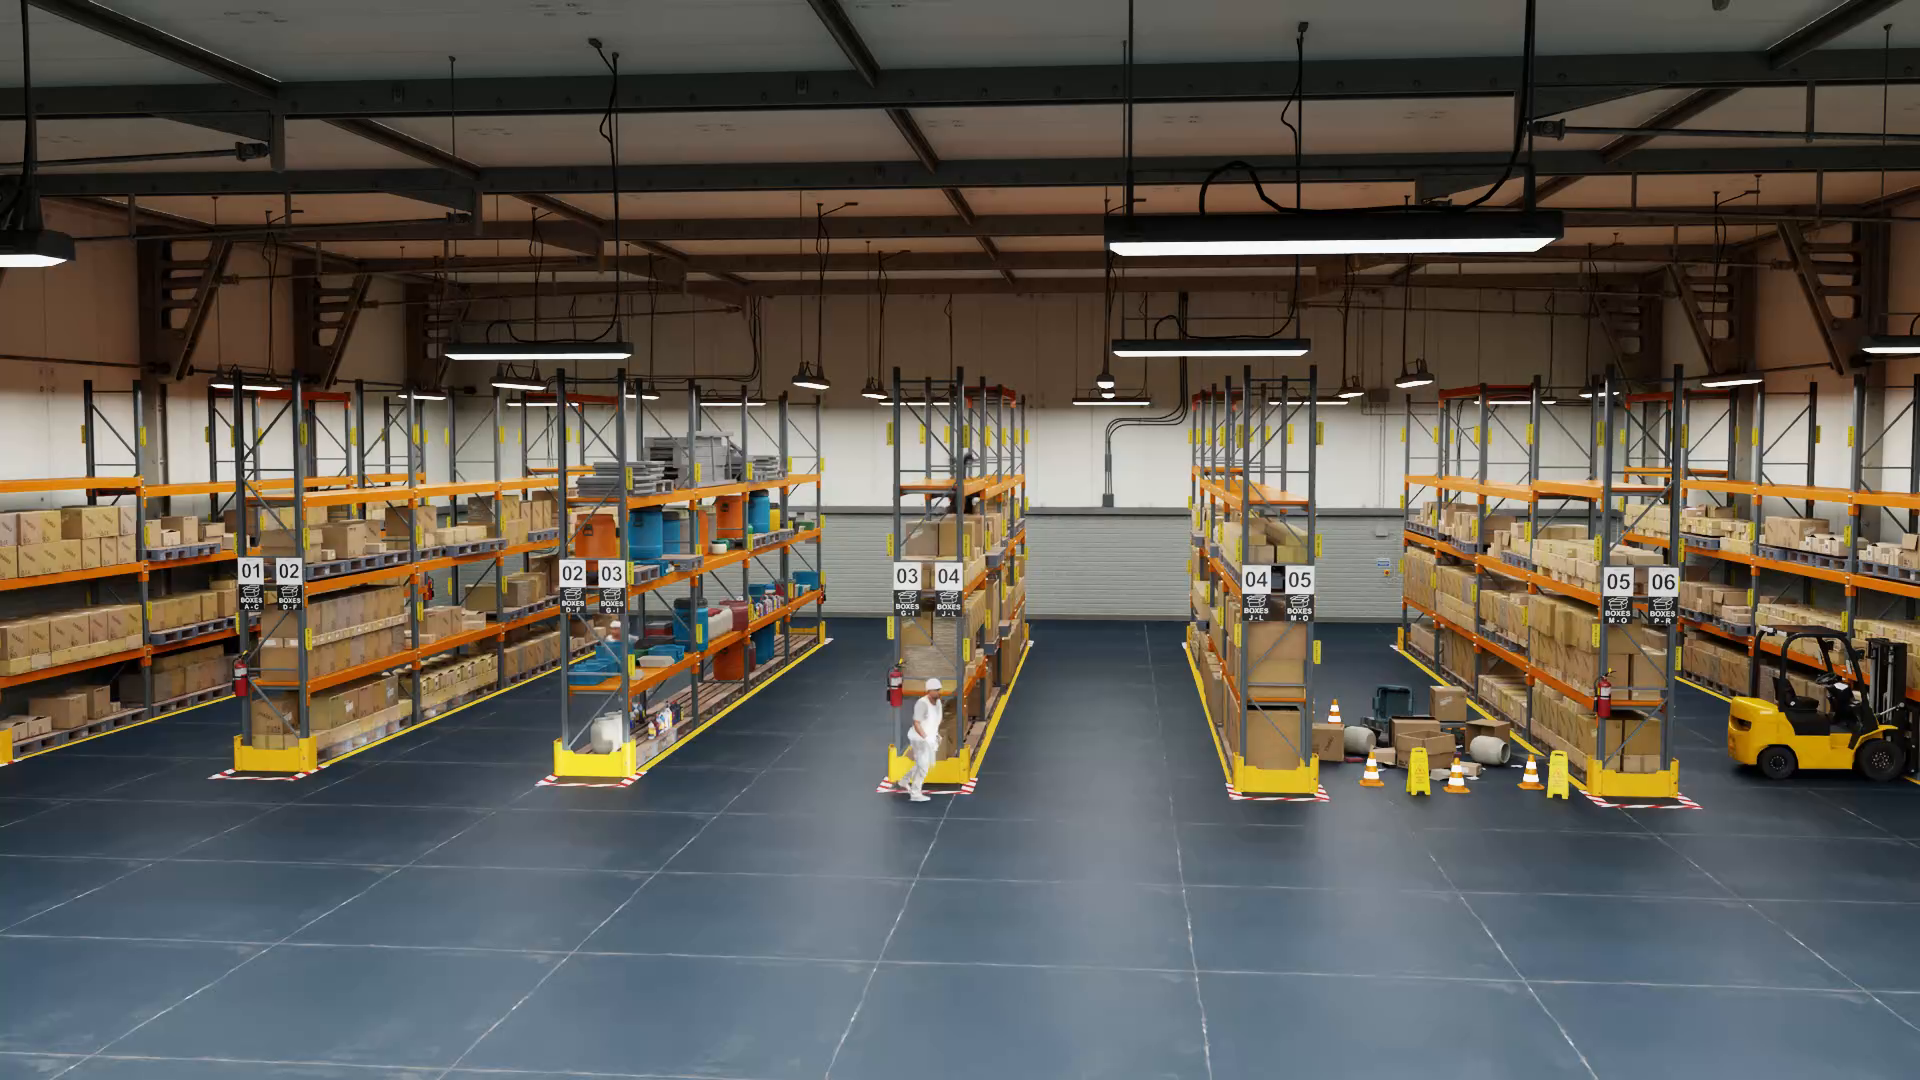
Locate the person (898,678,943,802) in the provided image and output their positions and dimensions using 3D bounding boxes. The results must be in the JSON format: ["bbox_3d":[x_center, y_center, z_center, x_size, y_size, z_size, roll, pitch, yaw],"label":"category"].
[{"bbox_3d":[-0.540,2.732,22.816,0.772,1.715,0.671,2,4,26],"label":"person"}]

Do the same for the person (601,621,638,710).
[{"bbox_3d":[-6.015,2.290,29.628,0.690,1.755,0.997,1,4,13],"label":"person"}]
